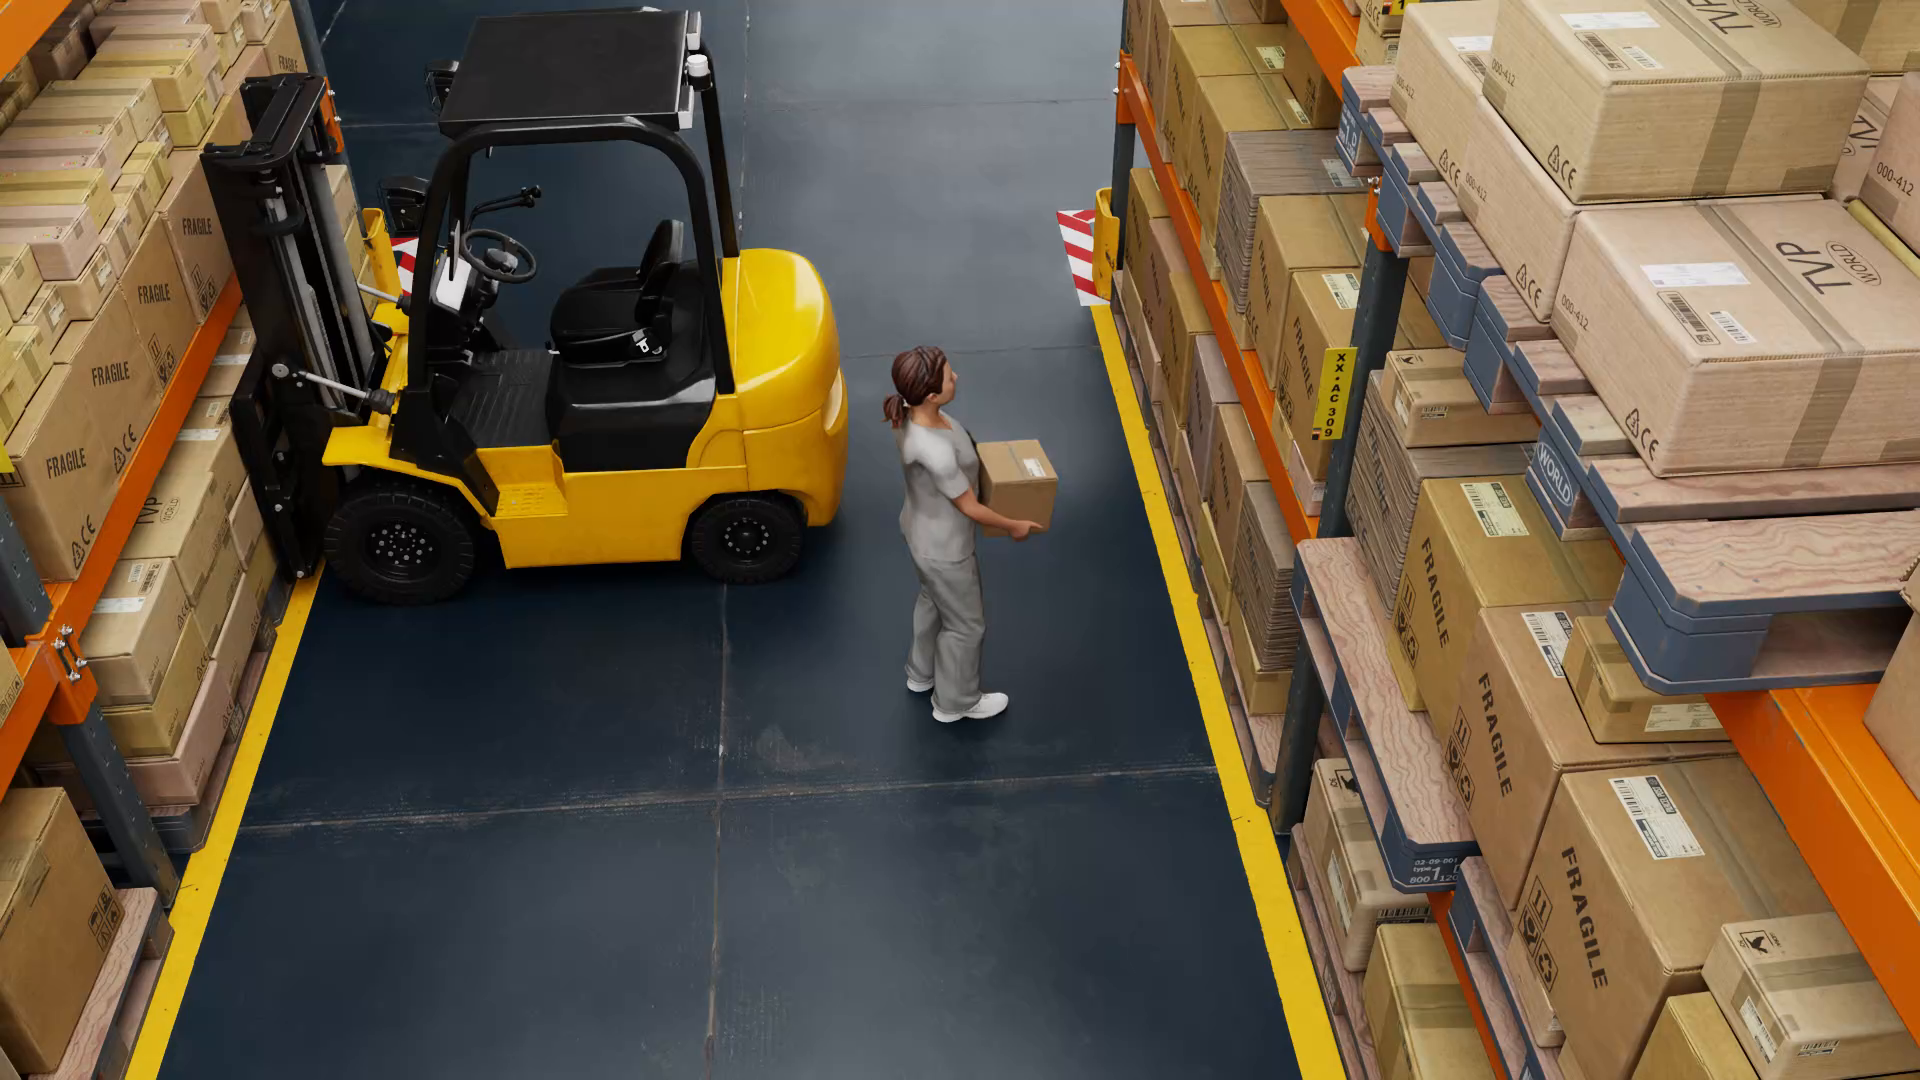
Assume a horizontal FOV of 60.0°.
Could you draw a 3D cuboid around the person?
[{"bbox_3d":[-0.004,-0.016,6.186,0.556,1.665,0.436,-10,40,-12],"label":"person"}]
